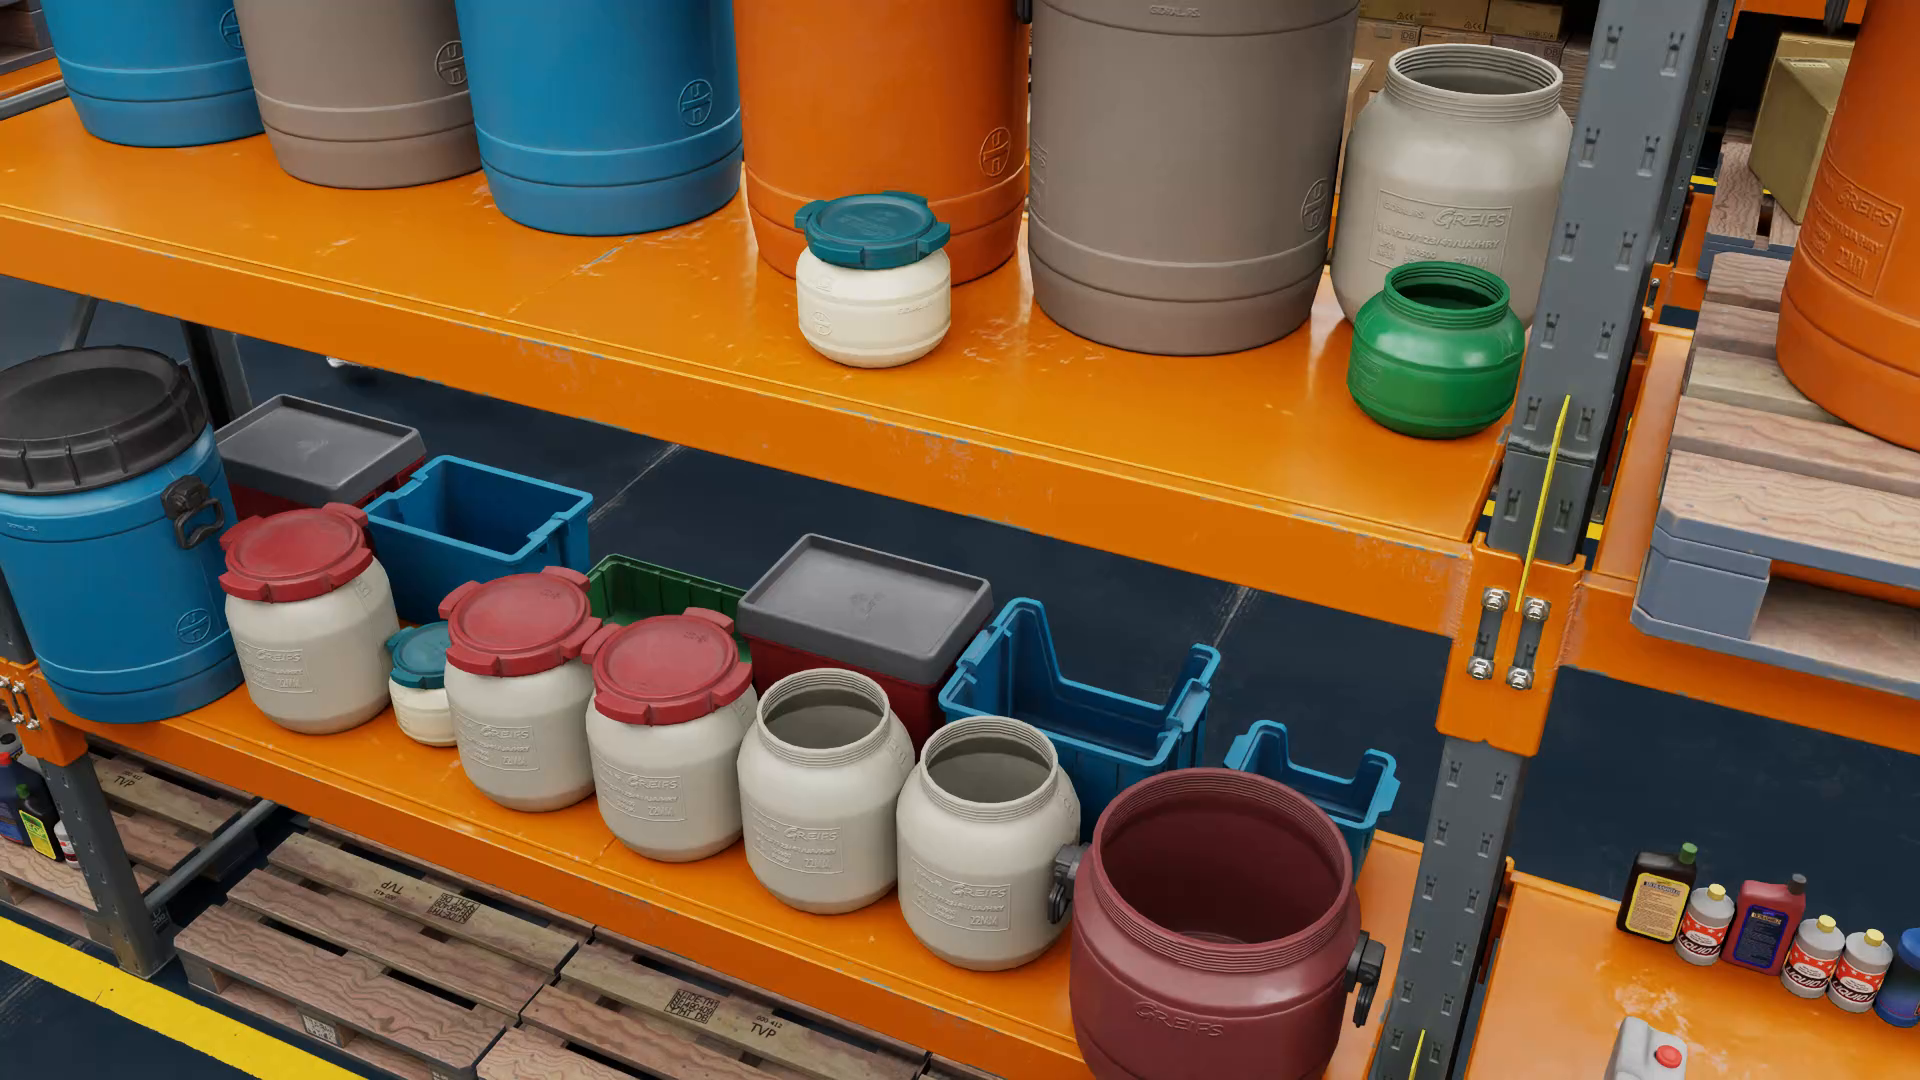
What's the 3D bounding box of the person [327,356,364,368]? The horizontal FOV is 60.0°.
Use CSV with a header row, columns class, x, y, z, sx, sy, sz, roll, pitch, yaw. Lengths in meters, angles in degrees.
class,x,y,z,sx,sy,sz,roll,pitch,yaw
person,-3.601,-1.767,8.814,1.035,1.747,0.583,19,38,26
